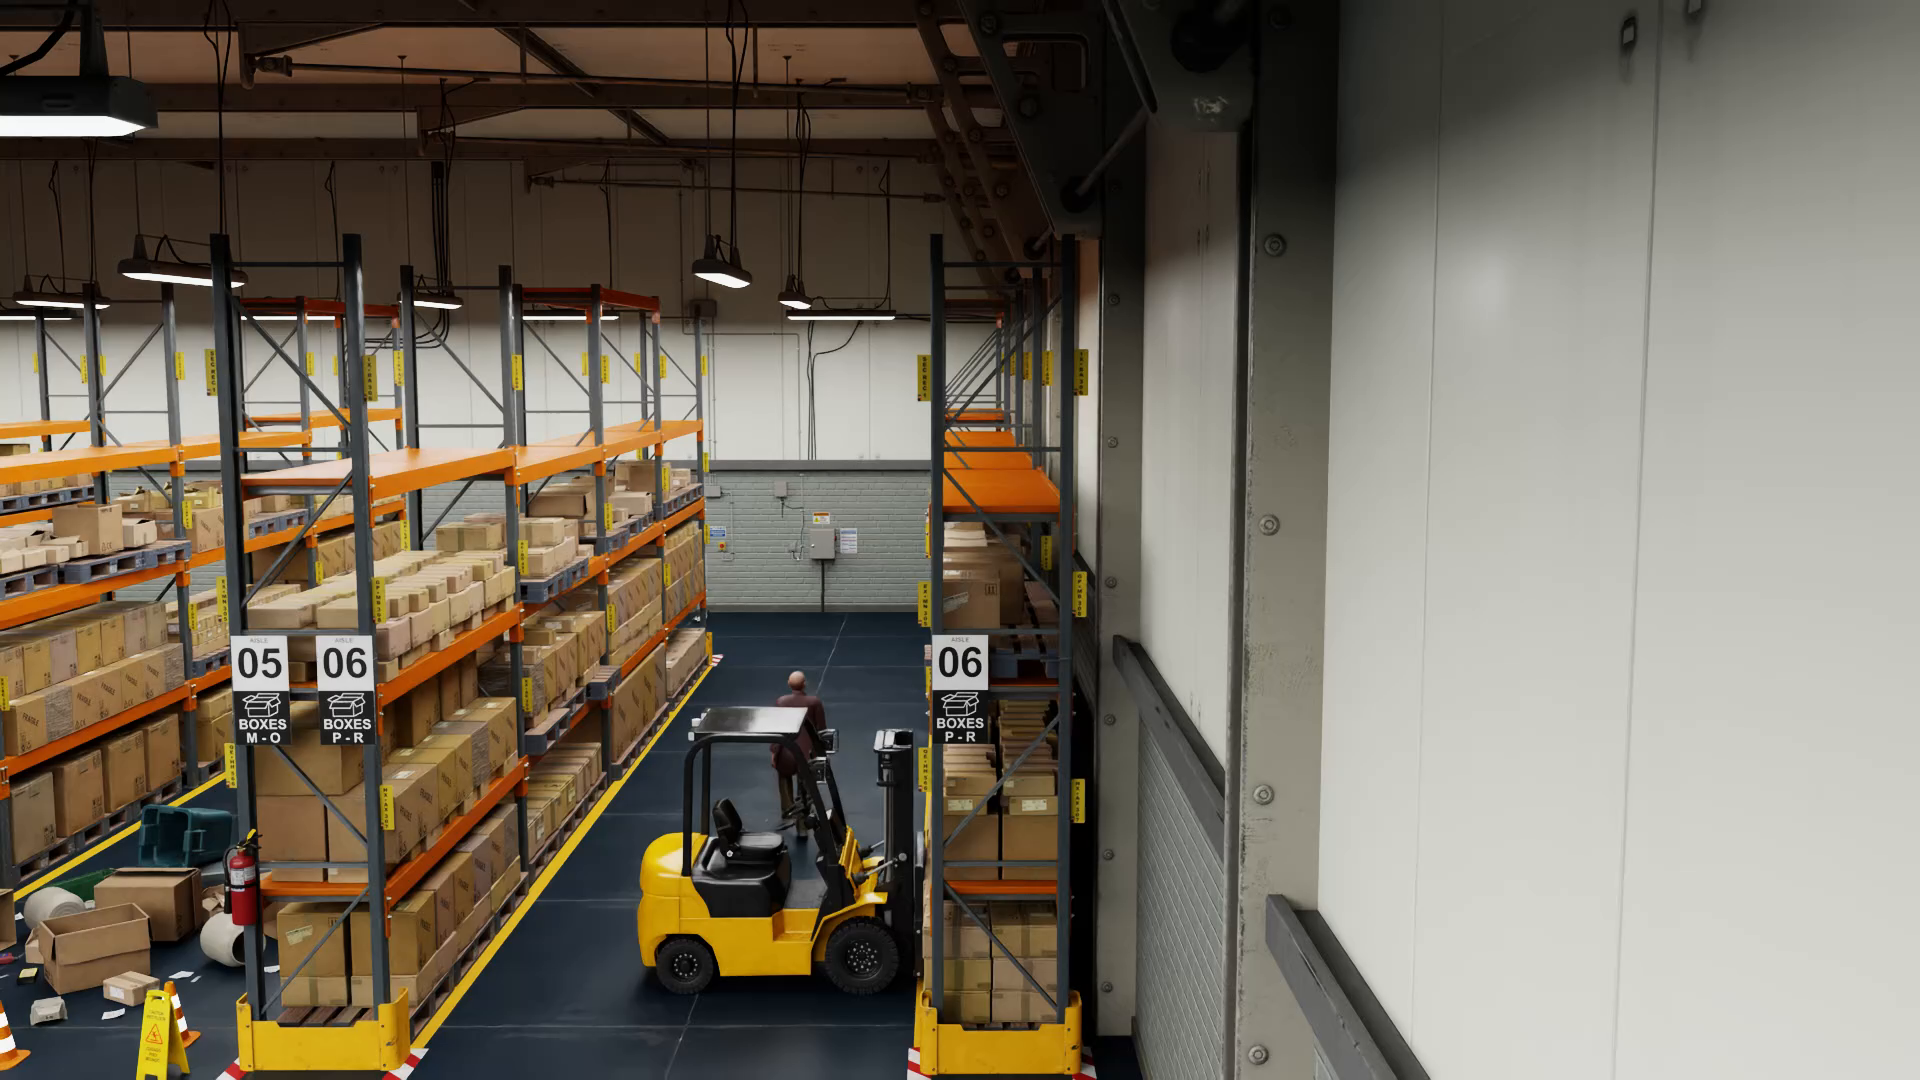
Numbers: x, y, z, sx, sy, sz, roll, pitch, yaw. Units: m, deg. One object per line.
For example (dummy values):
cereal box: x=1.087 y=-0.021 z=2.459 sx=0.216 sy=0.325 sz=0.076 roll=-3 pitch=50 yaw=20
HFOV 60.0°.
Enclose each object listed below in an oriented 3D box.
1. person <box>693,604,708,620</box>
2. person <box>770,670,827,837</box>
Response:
person: x=-5.398 y=0.855 z=32.164 sx=1.032 sy=1.508 sz=0.392 roll=-2 pitch=7 yaw=-14
person: x=-1.744 y=2.318 z=17.980 sx=0.625 sy=1.815 sz=0.594 roll=-1 pitch=6 yaw=-12
